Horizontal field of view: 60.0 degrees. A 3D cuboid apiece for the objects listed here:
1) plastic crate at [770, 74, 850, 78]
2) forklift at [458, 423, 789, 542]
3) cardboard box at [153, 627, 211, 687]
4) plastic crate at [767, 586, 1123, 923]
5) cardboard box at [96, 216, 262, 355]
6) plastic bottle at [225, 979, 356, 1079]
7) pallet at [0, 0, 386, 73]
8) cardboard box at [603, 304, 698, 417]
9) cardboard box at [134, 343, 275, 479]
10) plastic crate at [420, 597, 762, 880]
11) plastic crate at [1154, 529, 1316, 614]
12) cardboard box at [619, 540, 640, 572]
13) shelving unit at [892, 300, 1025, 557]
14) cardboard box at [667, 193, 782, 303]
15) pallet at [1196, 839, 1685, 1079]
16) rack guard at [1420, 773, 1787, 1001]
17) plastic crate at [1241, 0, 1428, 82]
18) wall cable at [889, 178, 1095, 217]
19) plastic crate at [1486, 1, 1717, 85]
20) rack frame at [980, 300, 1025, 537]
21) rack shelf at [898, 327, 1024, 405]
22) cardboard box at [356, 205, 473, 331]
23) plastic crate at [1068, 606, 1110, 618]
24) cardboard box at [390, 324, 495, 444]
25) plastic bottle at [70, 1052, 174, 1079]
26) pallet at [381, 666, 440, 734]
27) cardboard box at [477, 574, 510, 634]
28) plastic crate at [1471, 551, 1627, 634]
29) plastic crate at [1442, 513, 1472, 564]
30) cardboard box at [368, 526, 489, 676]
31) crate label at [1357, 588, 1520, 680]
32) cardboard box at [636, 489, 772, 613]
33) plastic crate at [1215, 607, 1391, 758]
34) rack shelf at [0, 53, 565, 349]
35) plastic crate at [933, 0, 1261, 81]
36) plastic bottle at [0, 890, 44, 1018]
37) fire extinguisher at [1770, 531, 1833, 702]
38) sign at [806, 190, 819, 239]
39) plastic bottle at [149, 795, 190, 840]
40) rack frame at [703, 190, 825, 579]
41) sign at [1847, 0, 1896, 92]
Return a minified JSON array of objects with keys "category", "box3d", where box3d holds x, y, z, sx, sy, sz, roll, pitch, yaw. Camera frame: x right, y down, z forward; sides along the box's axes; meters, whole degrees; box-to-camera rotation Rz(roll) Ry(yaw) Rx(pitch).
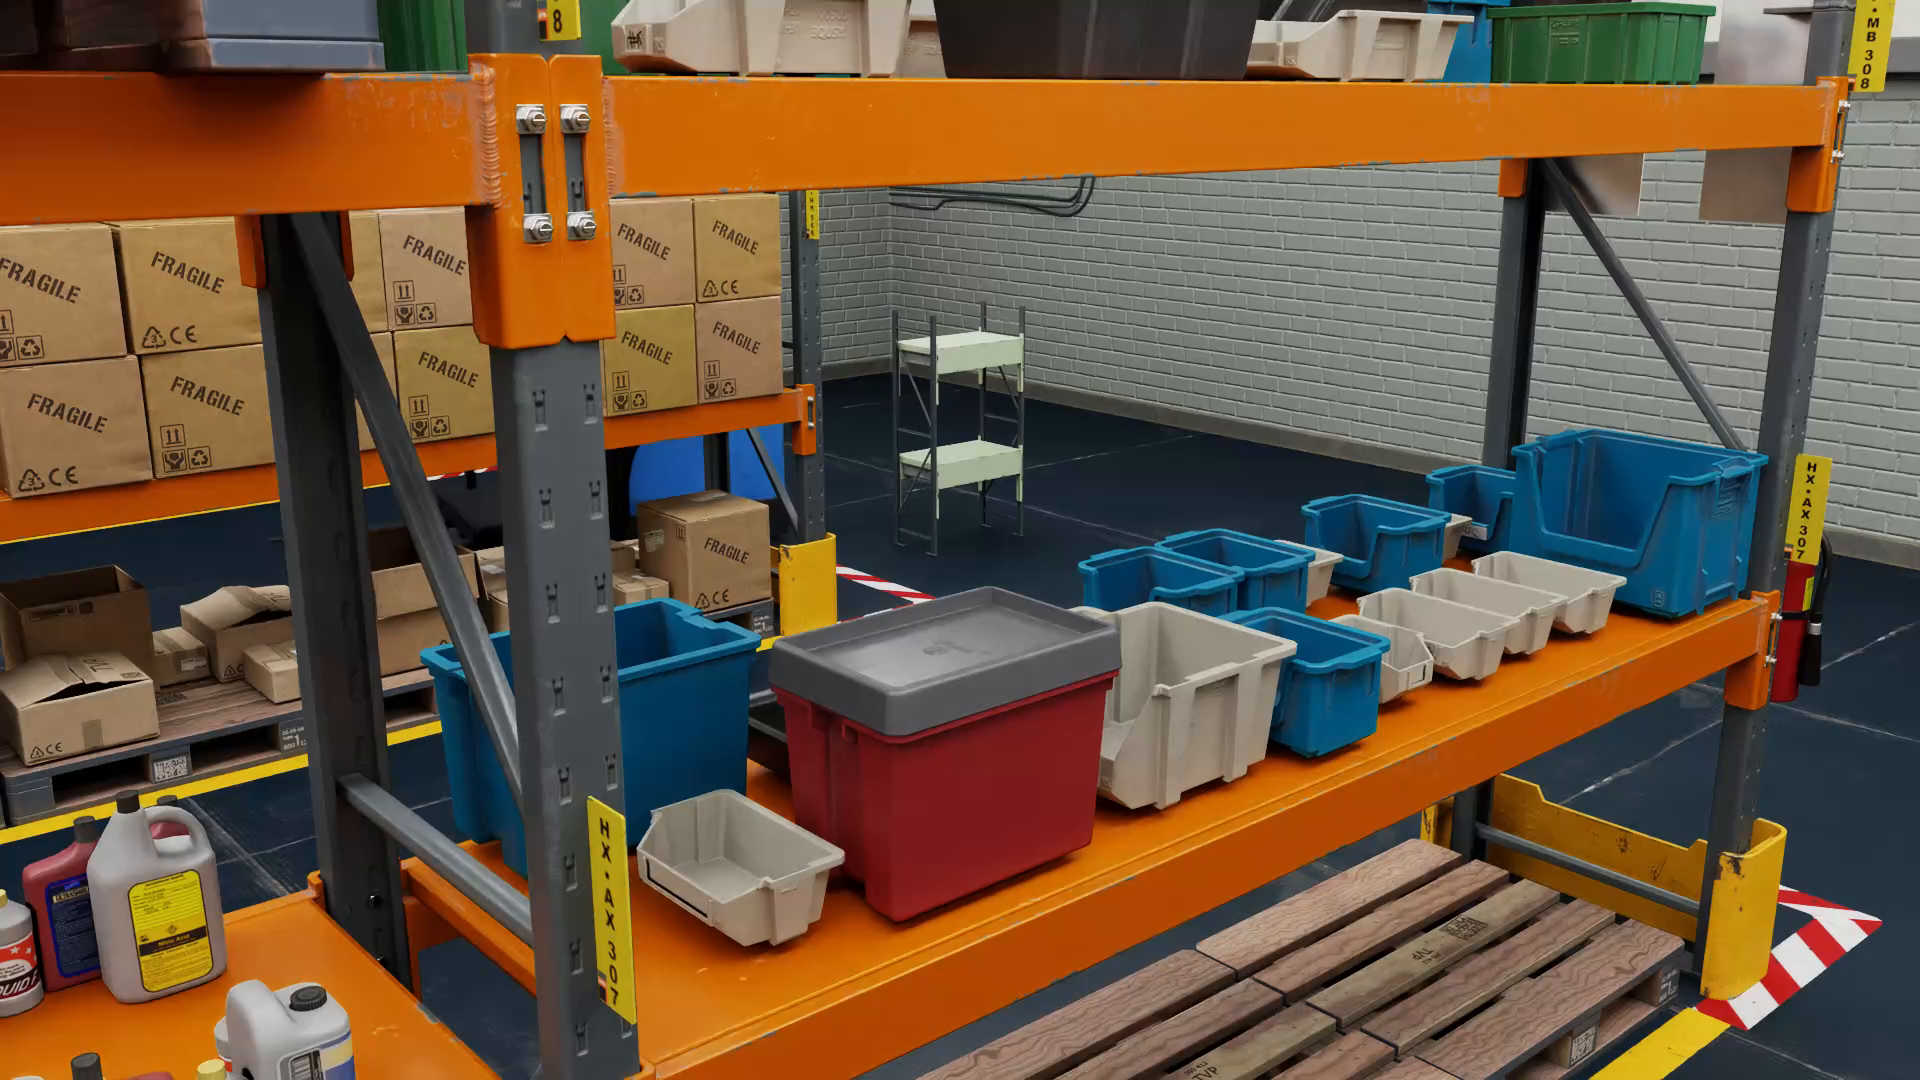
[{"category":"plastic crate","box3d":[-0.385,-1.024,3.282,0.300,0.233,0.416,-13,19,-39]},{"category":"forklift","box3d":[-2.643,-1.320,10.013,3.031,2.935,1.130,-8,17,-28]},{"category":"cardboard box","box3d":[-3.624,0.534,7.610,0.250,0.149,0.380,-13,19,-39]},{"category":"plastic crate","box3d":[-0.024,0.399,3.204,0.583,0.464,0.402,-13,19,-39]},{"category":"cardboard box","box3d":[-3.182,-1.048,6.729,0.500,0.500,0.500,-13,20,-41]},{"category":"plastic bottle","box3d":[-0.947,0.751,2.367,0.135,0.276,0.152,-13,19,-39]},{"category":"pallet","box3d":[-1.389,-0.645,1.906,1.003,0.211,1.213,-13,19,-39]},{"category":"cardboard box","box3d":[-1.642,-0.912,8.159,0.500,0.500,0.500,-12,19,-39]},{"category":"cardboard box","box3d":[-3.163,-0.573,6.888,0.500,0.500,0.500,-12,19,-38]},{"category":"plastic crate","box3d":[-0.734,0.394,3.376,0.575,0.384,0.392,-13,19,-39]},{"category":"plastic crate","box3d":[0.760,0.136,4.636,0.300,0.233,0.416,-13,19,-39]},{"category":"cardboard box","box3d":[-1.823,0.121,9.122,0.250,0.166,0.380,-13,19,-39]},{"category":"shelving unit","box3d":[-0.005,-0.723,10.552,0.755,1.500,0.431,-13,19,-39]},{"category":"cardboard box","box3d":[-1.249,-1.484,8.362,0.500,0.500,0.500,-13,20,-40]},{"category":"pallet","box3d":[1.508,1.363,5.239,1.213,0.211,1.003,-13,19,-39]},{"category":"rack guard","box3d":[2.165,1.085,5.721,0.348,0.500,1.175,-13,19,-39]},{"category":"plastic crate","box3d":[0.822,-1.330,4.226,0.767,0.338,0.504,-13,19,-39]},{"category":"wall cable","box3d":[0.153,-4.332,15.547,0.112,2.526,3.097,-13,19,-39]},{"category":"plastic crate","box3d":[1.599,-1.241,4.180,0.336,0.188,0.450,-13,19,-39]},{"category":"rack frame","box3d":[0.271,-0.785,10.784,0.023,1.500,0.400,-13,19,-39]},{"category":"rack shelf","box3d":[-0.005,-1.100,10.451,0.720,0.370,0.431,-13,19,-39]},{"category":"cardboard box","box3d":[-2.405,-1.222,7.383,0.500,0.500,0.500,-12,19,-38]},{"category":"plastic crate","box3d":[0.254,0.306,4.187,0.466,0.136,0.293,-13,19,-39]},{"category":"cardboard box","box3d":[-2.402,-0.744,7.528,0.500,0.500,0.500,-13,20,-40]},{"category":"plastic bottle","box3d":[-1.092,0.795,2.187,0.133,0.283,0.061,-13,19,-39]},{"category":"pallet","box3d":[-2.671,0.620,8.022,1.213,0.211,1.003,-13,19,-39]},{"category":"cardboard box","box3d":[-2.078,0.330,8.179,0.500,0.250,0.500,-13,19,-39]},{"category":"plastic crate","box3d":[1.659,0.155,4.751,0.243,0.136,0.396,-13,19,-39]},{"category":"plastic crate","box3d":[1.457,-0.002,5.340,0.298,0.136,0.250,-13,19,-39]},{"category":"cardboard box","box3d":[-2.697,0.270,7.910,0.637,0.503,0.797,-13,19,-39]},{"category":"crate label","box3d":[1.237,0.253,4.383,0.243,0.136,0.396,-13,19,-39]},{"category":"cardboard box","box3d":[-1.342,0.054,8.728,0.500,0.500,0.500,-13,19,-39]},{"category":"plastic crate","box3d":[0.774,0.333,3.898,0.300,0.233,0.416,-13,19,-39]},{"category":"rack shelf","box3d":[-2.371,-0.202,1.274,4.000,0.370,1.077,-13,19,-39]},{"category":"plastic crate","box3d":[0.255,-0.982,3.055,0.590,0.269,0.497,-13,19,-39]},{"category":"plastic bottle","box3d":[-1.595,0.682,2.770,0.097,0.201,0.097,0,15,0]},{"category":"fire extinguisher","box3d":[2.567,0.164,5.196,0.183,0.674,0.296,-13,19,-39]},{"category":"sign","box3d":[-0.744,-1.682,8.379,0.005,0.325,0.100,-13,19,-39]},{"category":"plastic bottle","box3d":[-1.419,0.596,2.930,0.133,0.283,0.061,-13,19,-39]},{"category":"rack frame","box3d":[-1.093,-1.082,8.986,0.127,3.000,1.000,-13,19,-39]},{"category":"sign","box3d":[2.529,-1.411,4.610,0.005,0.325,0.100,-13,19,-39]}]
